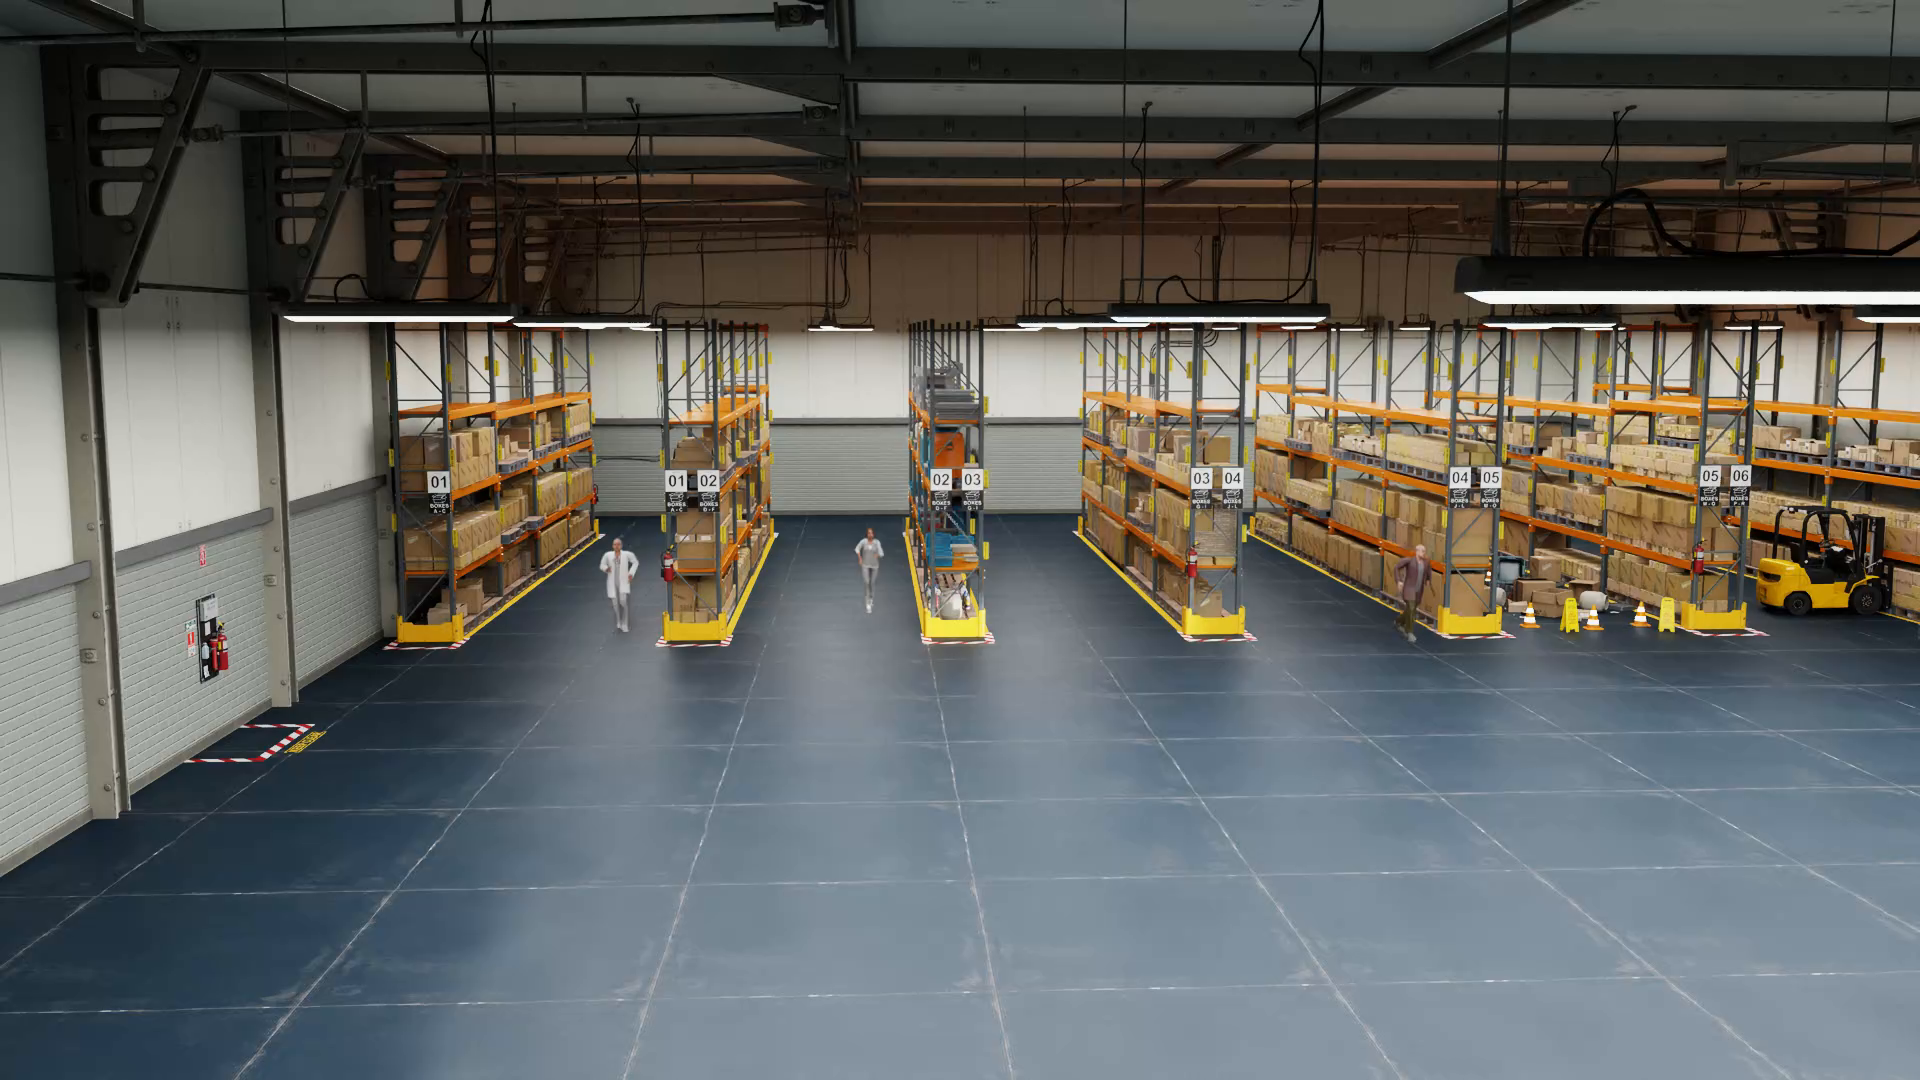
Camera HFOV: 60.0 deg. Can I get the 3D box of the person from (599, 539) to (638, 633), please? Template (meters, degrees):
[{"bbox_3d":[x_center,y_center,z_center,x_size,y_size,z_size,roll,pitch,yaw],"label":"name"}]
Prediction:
[{"bbox_3d":[-6.612,0.901,32.175,0.708,1.838,0.771,0,7,-1],"label":"person"}]

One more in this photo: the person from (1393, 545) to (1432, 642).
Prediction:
[{"bbox_3d":[8.563,0.968,31.450,0.734,1.774,0.966,-3,8,-21],"label":"person"}]

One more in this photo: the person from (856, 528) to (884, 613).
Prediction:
[{"bbox_3d":[-1.774,0.568,32.893,0.532,1.642,0.754,-1,7,-10],"label":"person"}]

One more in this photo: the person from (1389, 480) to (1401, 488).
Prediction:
[{"bbox_3d":[12.913,-1.187,49.529,0.730,1.603,0.565,1,7,10],"label":"person"}]
